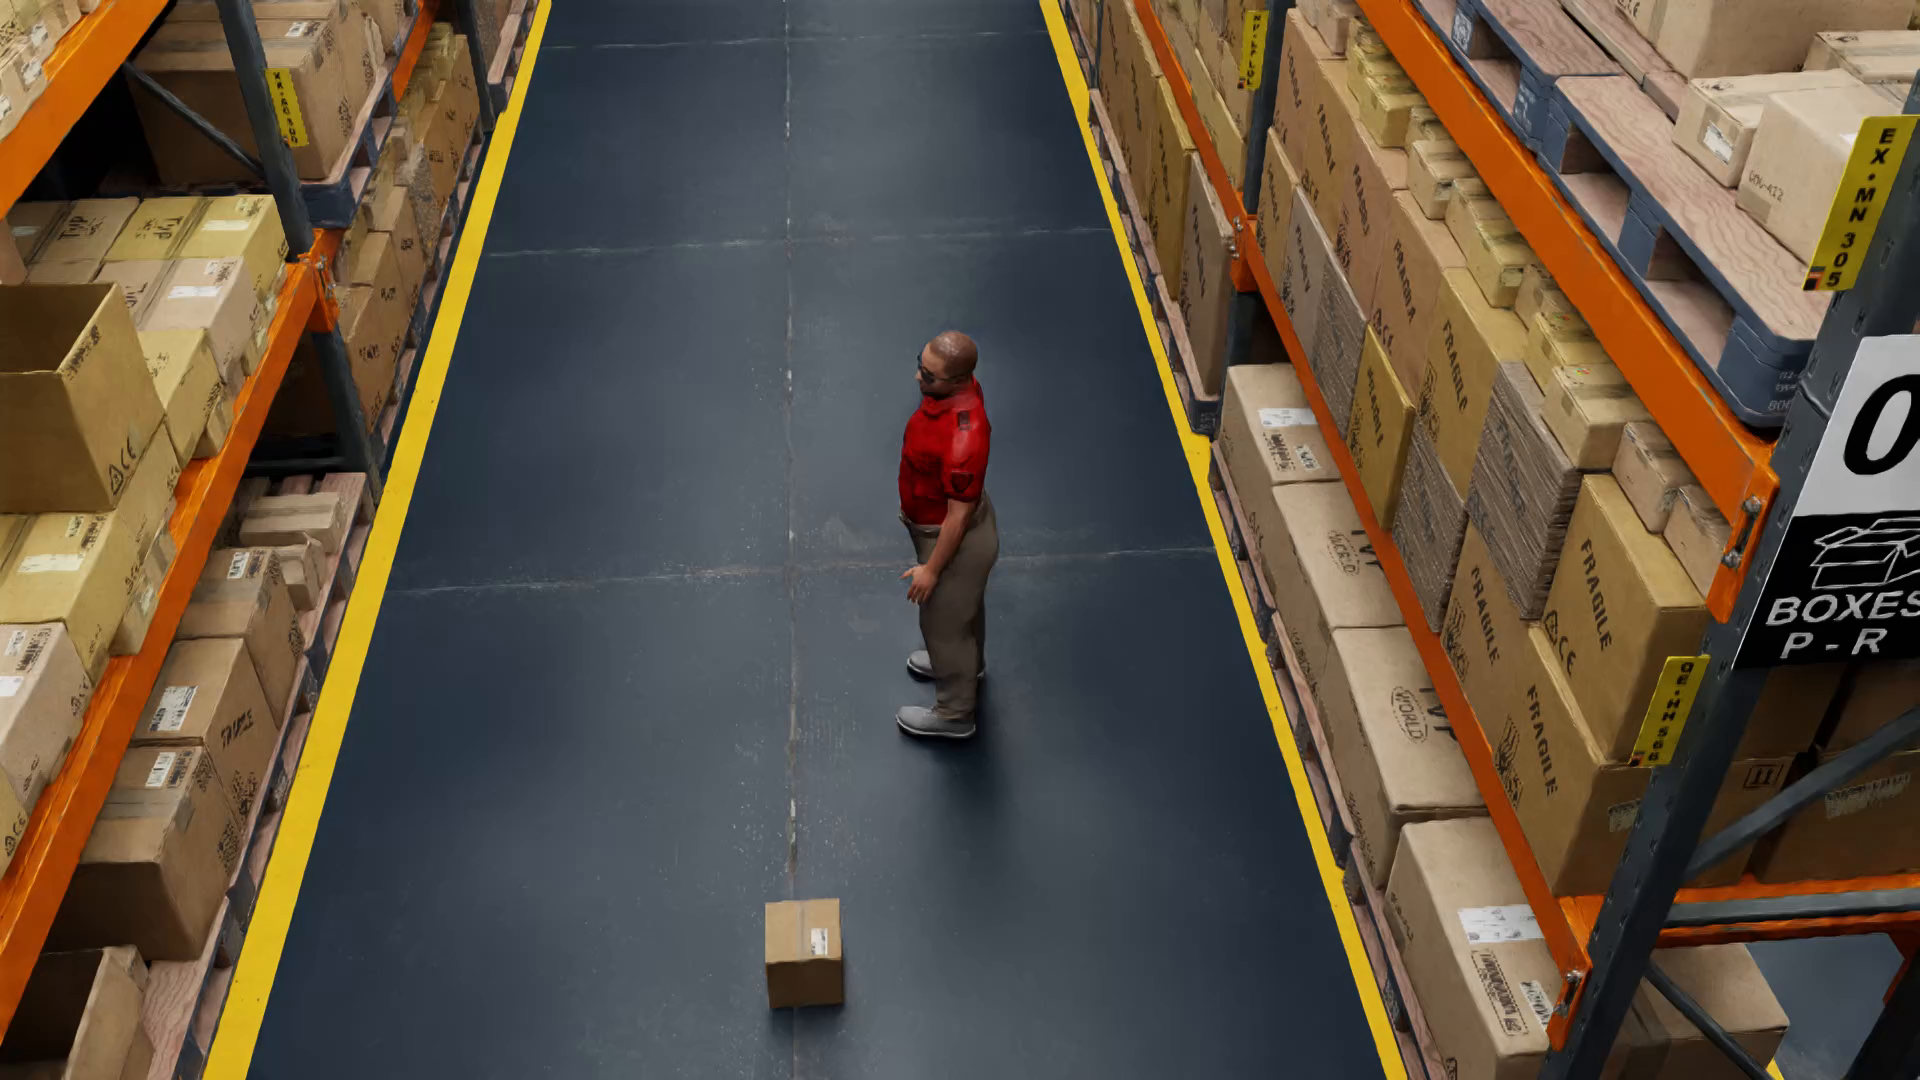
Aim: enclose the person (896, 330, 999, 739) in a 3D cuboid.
[{"bbox_3d":[-0.060,-0.018,6.158,0.397,1.736,0.570,-2,39,-2],"label":"person"}]
